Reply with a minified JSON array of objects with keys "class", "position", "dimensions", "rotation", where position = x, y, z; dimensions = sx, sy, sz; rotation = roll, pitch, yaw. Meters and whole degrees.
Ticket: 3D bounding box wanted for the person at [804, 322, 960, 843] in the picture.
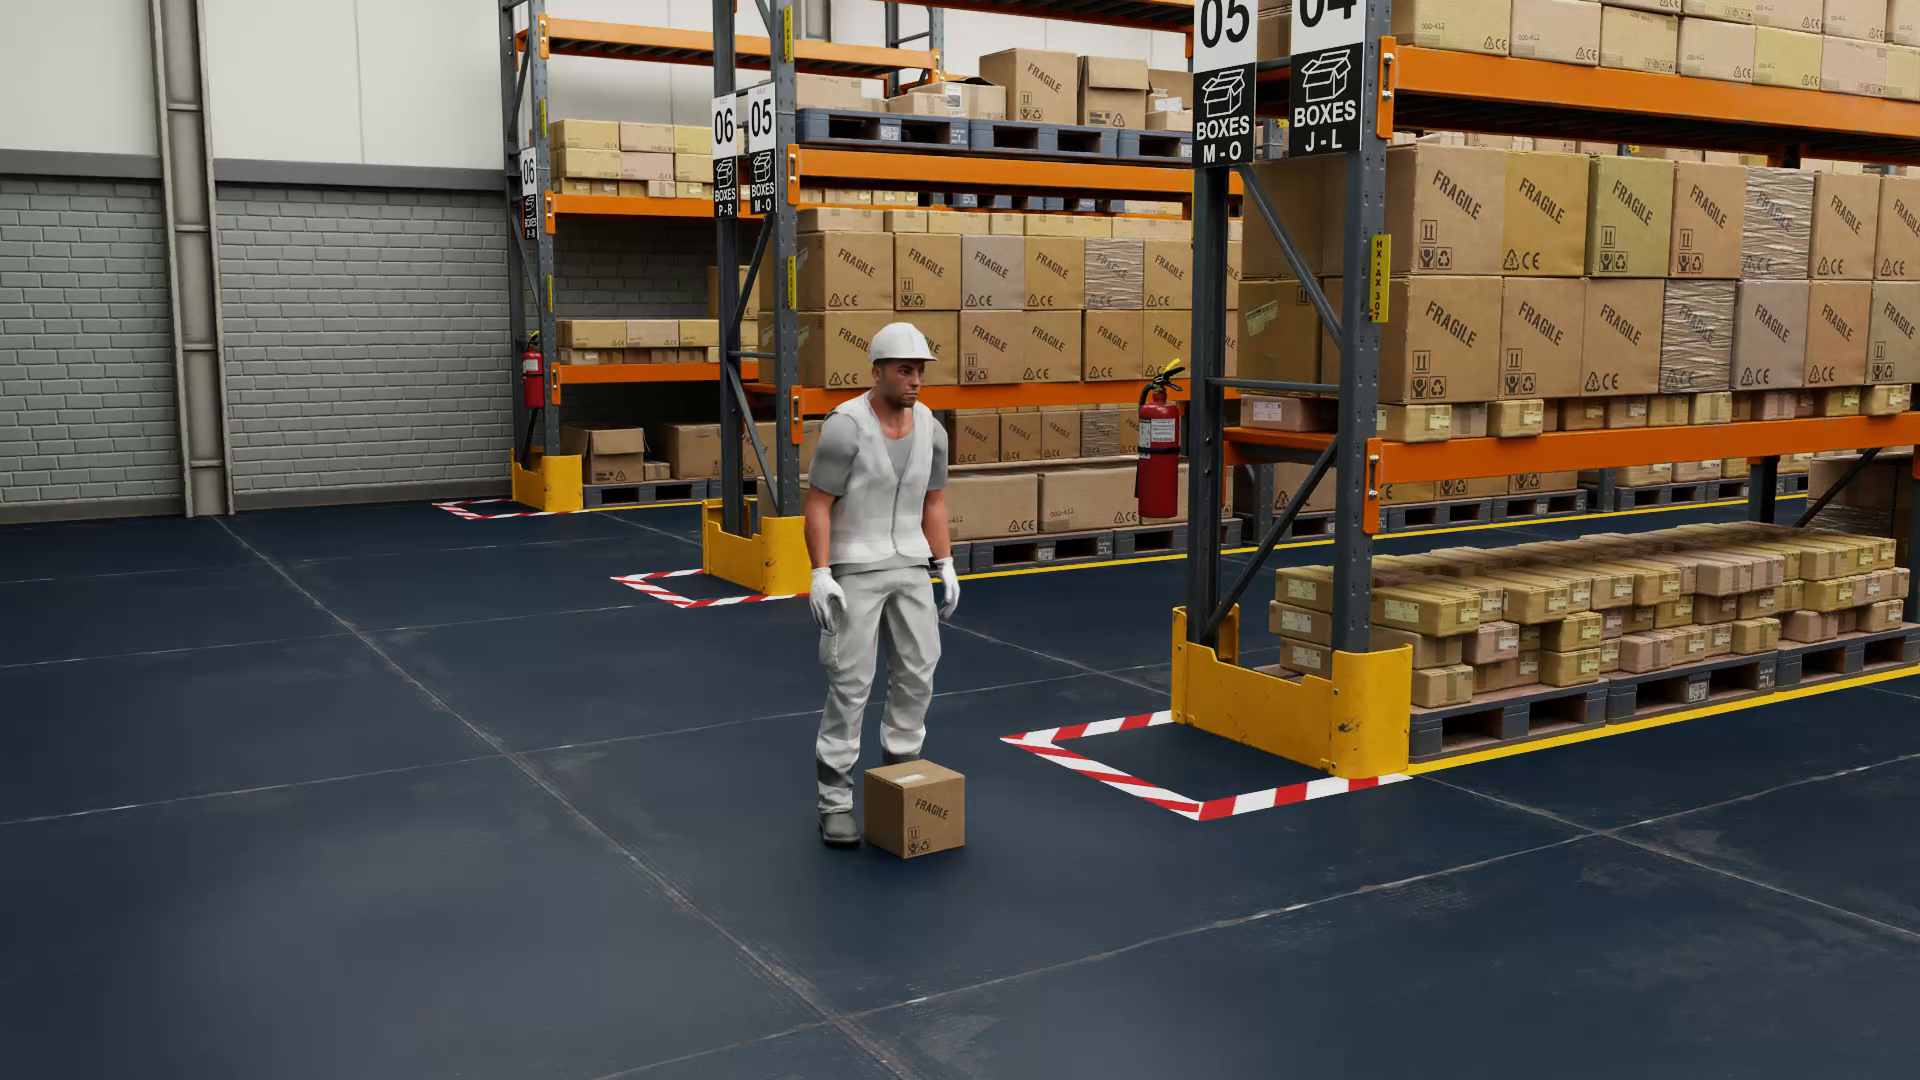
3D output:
[{"class":"person","position":[-0.262,0.137,5.802],"dimensions":[0.617,1.778,0.453],"rotation":[-6,10,-34]}]
